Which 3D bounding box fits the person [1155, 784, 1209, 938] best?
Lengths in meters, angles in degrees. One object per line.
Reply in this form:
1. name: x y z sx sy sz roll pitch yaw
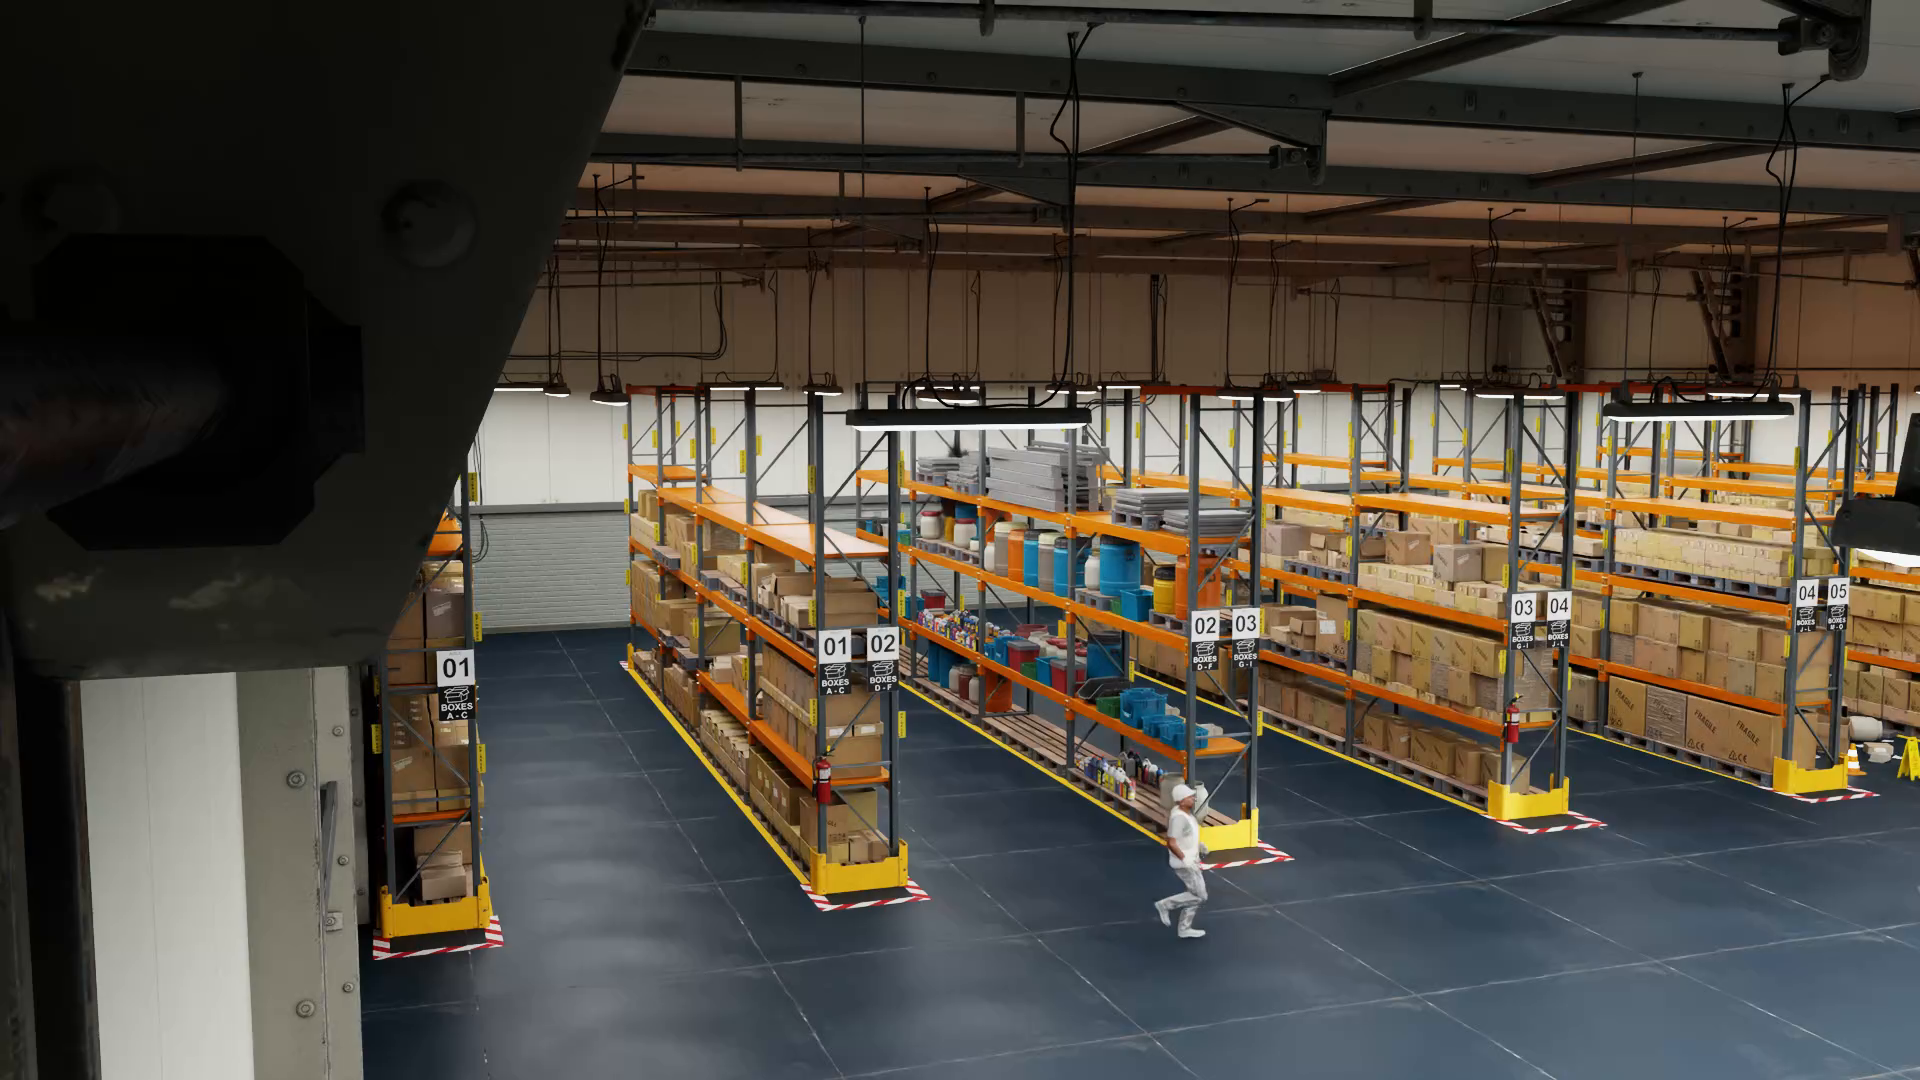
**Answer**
1. person: 2.472 3.573 18.498 0.592 1.737 0.684 1 6 8
